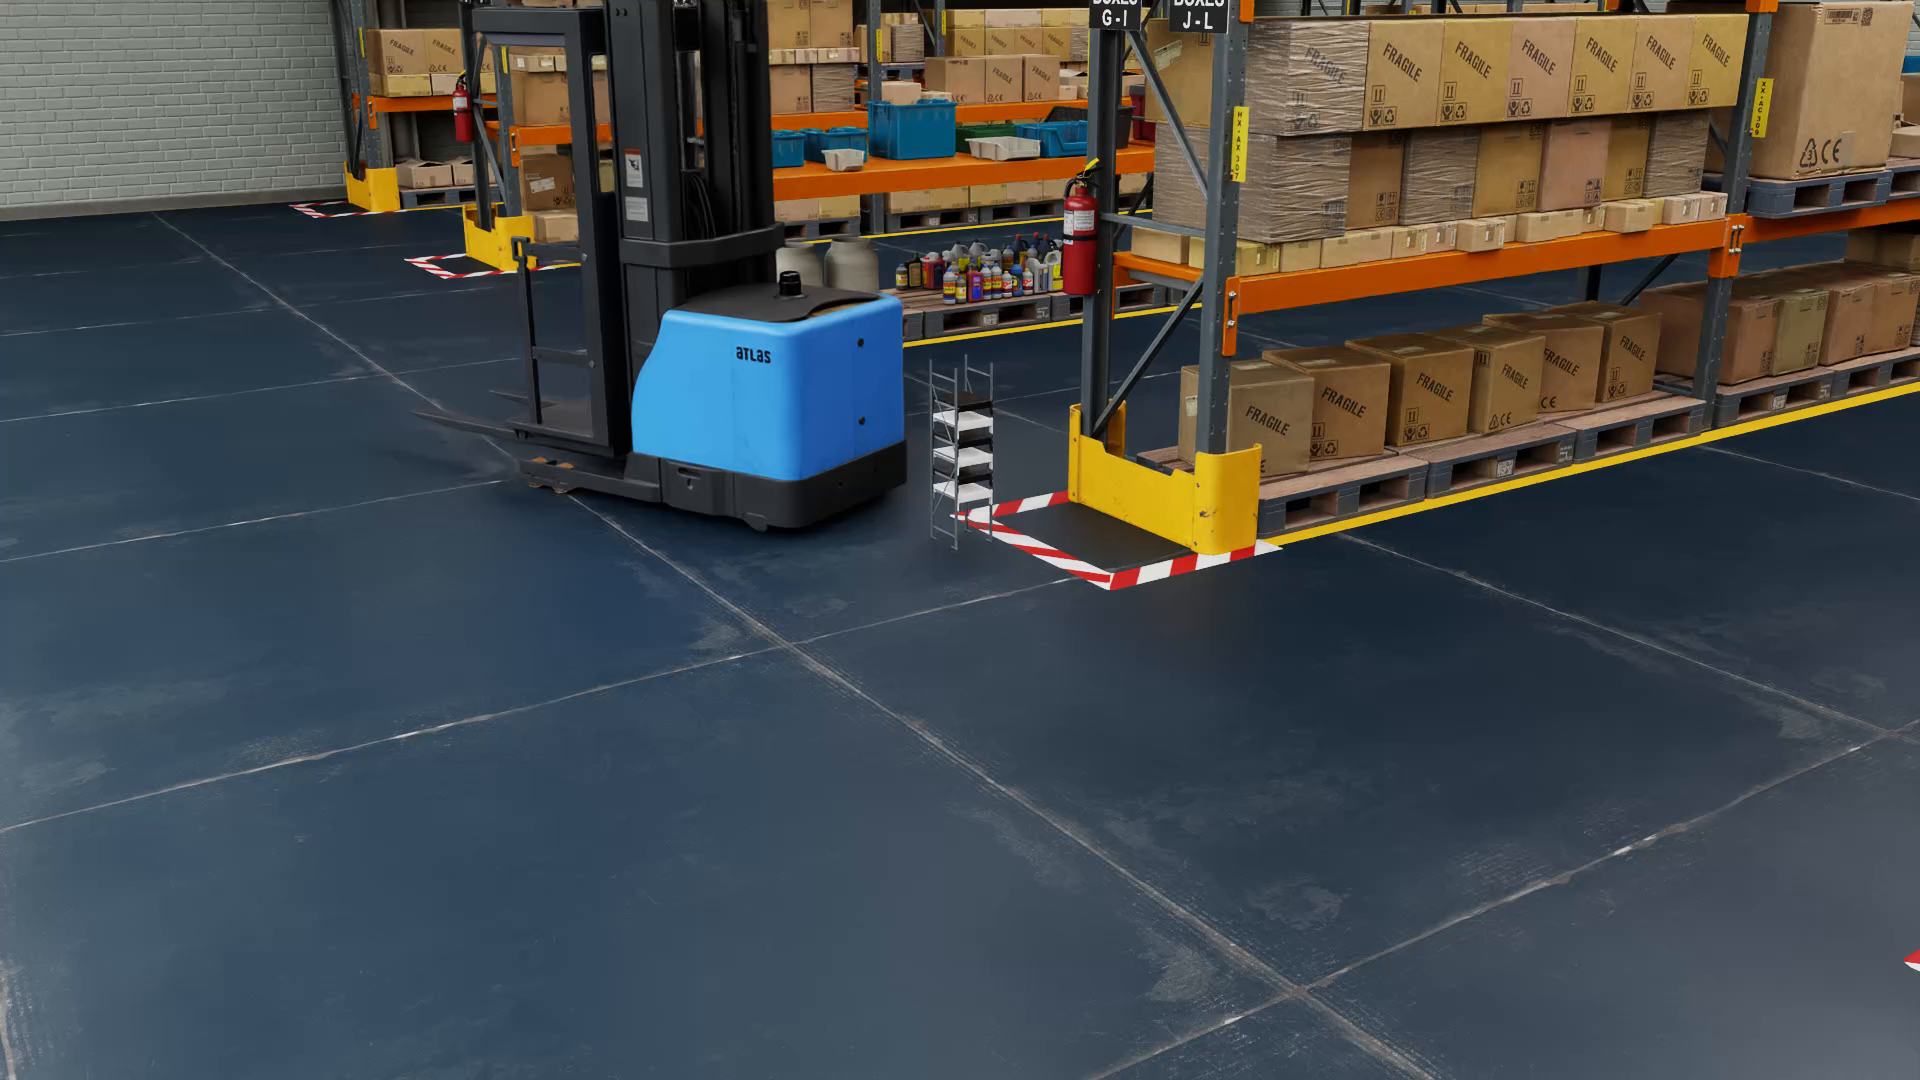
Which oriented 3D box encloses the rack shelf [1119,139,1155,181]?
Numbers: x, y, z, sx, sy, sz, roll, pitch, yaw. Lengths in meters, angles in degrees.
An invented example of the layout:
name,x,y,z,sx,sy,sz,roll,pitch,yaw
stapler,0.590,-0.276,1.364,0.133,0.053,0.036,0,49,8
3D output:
name,x,y,z,sx,sy,sz,roll,pitch,yaw
rack shelf,3.242,-3.553,15.193,4.000,0.370,1.077,-12,22,-31

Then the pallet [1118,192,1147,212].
name,x,y,z,sx,sy,sz,roll,pitch,yaw
pallet,1.482,-4.116,20.090,1.213,0.211,1.003,-12,22,-31

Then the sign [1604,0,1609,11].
name,x,y,z,sx,sy,sz,roll,pitch,yaw
sign,9.161,-7.527,23.524,0.005,0.325,0.100,-12,22,-31

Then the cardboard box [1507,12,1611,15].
name,x,y,z,sx,sy,sz,roll,pitch,yaw
cardboard box,3.363,-2.779,9.599,0.500,0.500,0.500,-12,22,-31

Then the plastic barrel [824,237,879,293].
name,x,y,z,sx,sy,sz,roll,pitch,yaw
plastic barrel,-0.843,-2.082,12.948,0.421,0.512,0.421,0,19,0

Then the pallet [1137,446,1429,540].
name,x,y,z,sx,sy,sz,roll,pitch,yaw
pallet,1.716,-0.338,8.915,1.213,0.211,1.003,-12,22,-31

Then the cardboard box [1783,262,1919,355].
name,x,y,z,sx,sy,sz,roll,pitch,yaw
cardboard box,6.162,-1.619,11.566,0.500,0.500,0.700,-10,21,-27

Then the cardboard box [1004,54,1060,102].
name,x,y,z,sx,sy,sz,roll,pitch,yaw
cardboard box,0.799,-5.319,19.138,0.500,0.500,0.500,-13,23,-34

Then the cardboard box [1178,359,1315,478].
name,x,y,z,sx,sy,sz,roll,pitch,yaw
cardboard box,1.485,-0.632,8.678,0.500,0.500,0.500,-8,20,-21

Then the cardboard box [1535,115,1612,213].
name,x,y,z,sx,sy,sz,roll,pitch,yaw
cardboard box,3.086,-2.148,9.295,0.500,0.500,0.875,-12,22,-31

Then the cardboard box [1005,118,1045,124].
name,x,y,z,sx,sy,sz,roll,pitch,yaw
cardboard box,0.885,-6.323,24.966,0.750,0.750,0.750,-12,22,-32

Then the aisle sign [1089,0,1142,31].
name,x,y,z,sx,sy,sz,roll,pitch,yaw
aisle sign,0.738,-2.813,7.822,0.004,0.787,0.394,-12,22,-31

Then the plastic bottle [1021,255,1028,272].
name,x,y,z,sx,sy,sz,roll,pitch,yaw
plastic bottle,0.565,-2.182,13.571,0.133,0.283,0.061,-12,22,-31

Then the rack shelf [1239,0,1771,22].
name,x,y,z,sx,sy,sz,roll,pitch,yaw
rack shelf,2.625,-2.944,8.710,4.000,0.370,1.077,-12,22,-31

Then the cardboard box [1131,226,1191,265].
name,x,y,z,sx,sy,sz,roll,pitch,yaw
cardboard box,1.079,-1.498,8.385,0.250,0.149,0.380,-12,22,-31

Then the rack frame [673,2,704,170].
name,x,y,z,sx,sy,sz,roll,pitch,yaw
rack frame,-1.769,-2.837,11.952,0.127,3.000,1.000,-12,22,-31

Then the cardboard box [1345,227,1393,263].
name,x,y,z,sx,sy,sz,roll,pitch,yaw
cardboard box,1.958,-1.508,8.414,0.250,0.149,0.380,-12,22,-31

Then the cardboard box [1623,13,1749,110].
name,x,y,z,sx,sy,sz,roll,pitch,yaw
cardboard box,4.071,-2.726,9.441,0.500,0.500,0.500,-12,22,-31

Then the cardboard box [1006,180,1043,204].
name,x,y,z,sx,sy,sz,roll,pitch,yaw
cardboard box,0.607,-4.039,19.146,0.500,0.250,0.500,-11,22,-30

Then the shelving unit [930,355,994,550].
name,x,y,z,sx,sy,sz,roll,pitch,yaw
shelving unit,0.007,-0.428,8.105,0.210,0.900,0.258,-12,22,-31

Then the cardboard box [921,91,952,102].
name,x,y,z,sx,sy,sz,roll,pitch,yaw
cardboard box,-0.297,-4.849,18.297,0.250,0.149,0.380,-12,22,-31

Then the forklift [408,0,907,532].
name,x,y,z,sx,sy,sz,roll,pitch,yaw
forklift,-1.802,-1.767,8.896,3.031,2.935,1.130,12,22,31

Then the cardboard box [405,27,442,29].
name,x,y,z,sx,sy,sz,roll,pitch,yaw
cardboard box,-6.515,-6.006,20.359,0.500,0.500,0.500,-12,22,-31

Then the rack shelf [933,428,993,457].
name,x,y,z,sx,sy,sz,roll,pitch,yaw
rack shelf,0.007,-0.481,8.087,0.200,0.077,0.258,-12,22,-31

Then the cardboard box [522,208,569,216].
name,x,y,z,sx,sy,sz,roll,pitch,yaw
cardboard box,-4.205,-3.232,16.759,0.500,0.250,0.500,-12,22,-31

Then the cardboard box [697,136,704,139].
name,x,y,z,sx,sy,sz,roll,pitch,yaw
cardboard box,-3.272,-5.350,22.601,0.500,0.500,0.700,-11,22,-30

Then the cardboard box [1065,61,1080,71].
name,x,y,z,sx,sy,sz,roll,pitch,yaw
cardboard box,1.592,-7.143,25.052,0.250,0.149,0.380,-13,22,-33

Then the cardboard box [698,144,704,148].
name,x,y,z,sx,sy,sz,roll,pitch,yaw
cardboard box,-2.544,-3.944,17.695,0.500,0.500,0.500,-12,22,-31

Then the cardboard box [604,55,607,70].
name,x,y,z,sx,sy,sz,roll,pitch,yaw
cardboard box,-3.404,-4.663,16.185,0.250,0.149,0.380,-12,22,-32

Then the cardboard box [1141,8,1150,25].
name,x,y,z,sx,sy,sz,roll,pitch,yaw
cardboard box,2.555,-8.003,25.410,0.500,0.250,0.500,-11,22,-30

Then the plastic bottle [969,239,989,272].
name,x,y,z,sx,sy,sz,roll,pitch,yaw
plastic bottle,0.156,-2.355,13.978,0.185,0.351,0.144,-12,22,-32

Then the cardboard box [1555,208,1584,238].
name,x,y,z,sx,sy,sz,roll,pitch,yaw
cardboard box,3.206,-1.774,9.201,0.250,0.149,0.380,-12,22,-31

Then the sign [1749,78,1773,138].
name,x,y,z,sx,sy,sz,roll,pitch,yaw
sign,4.600,-2.483,9.553,0.005,0.325,0.100,-12,22,-31

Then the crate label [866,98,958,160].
name,x,y,z,sx,sy,sz,roll,pitch,yaw
crate label,-0.381,-3.250,13.119,0.616,0.435,0.502,-12,22,-31

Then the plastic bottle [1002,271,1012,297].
name,x,y,z,sx,sy,sz,roll,pitch,yaw
plastic bottle,0.369,-2.051,13.310,0.097,0.201,0.097,0,19,0

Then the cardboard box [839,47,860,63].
name,x,y,z,sx,sy,sz,roll,pitch,yaw
cardboard box,-1.259,-5.116,17.526,0.250,0.149,0.380,-12,22,-31

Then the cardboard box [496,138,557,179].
name,x,y,z,sx,sy,sz,roll,pitch,yaw
cardboard box,-5.474,-4.825,21.049,0.500,0.500,0.700,-14,23,-35

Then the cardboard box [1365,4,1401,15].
name,x,y,z,sx,sy,sz,roll,pitch,yaw
cardboard box,5.812,-6.955,22.417,0.500,0.500,0.500,-12,22,-31

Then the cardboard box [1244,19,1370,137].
name,x,y,z,sx,sy,sz,roll,pitch,yaw
cardboard box,1.564,-2.198,7.880,0.500,0.500,0.500,-12,22,-31

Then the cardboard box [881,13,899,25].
name,x,y,z,sx,sy,sz,roll,pitch,yaw
cardboard box,-1.069,-7.329,23.385,0.250,0.149,0.380,-17,25,-40

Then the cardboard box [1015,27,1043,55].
name,x,y,z,sx,sy,sz,roll,pitch,yaw
cardboard box,0.867,-7.287,24.465,0.500,0.500,0.500,-12,22,-32

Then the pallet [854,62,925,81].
name,x,y,z,sx,sy,sz,roll,pitch,yaw
pallet,-1.073,-6.651,23.534,1.003,0.211,1.213,-12,22,-31

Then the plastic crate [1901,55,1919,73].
name,x,y,z,sx,sy,sz,roll,pitch,yaw
plastic crate,11.417,-5.591,19.951,0.499,0.435,0.616,-12,22,-31

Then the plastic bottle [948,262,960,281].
name,x,y,z,sx,sy,sz,roll,pitch,yaw
plastic bottle,-0.051,-2.192,13.726,0.097,0.201,0.097,0,19,0

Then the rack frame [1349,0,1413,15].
name,x,y,z,sx,sy,sz,roll,pitch,yaw
rack frame,5.532,-6.276,22.125,0.127,3.000,1.000,-12,22,-31

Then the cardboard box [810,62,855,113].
name,x,y,z,sx,sy,sz,roll,pitch,yaw
cardboard box,-1.517,-4.834,17.705,0.500,0.500,0.700,-13,22,-33

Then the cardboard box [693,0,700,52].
name,x,y,z,sx,sy,sz,roll,pitch,yaw
cardboard box,-2.774,-5.184,16.713,0.500,0.500,0.700,-12,22,-31

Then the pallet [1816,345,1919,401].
name,x,y,z,sx,sy,sz,roll,pitch,yaw
pallet,5.965,-1.249,11.610,1.213,0.211,1.003,-12,22,-31

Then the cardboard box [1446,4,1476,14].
name,x,y,z,sx,sy,sz,roll,pitch,yaw
cardboard box,6.511,-6.896,22.241,0.500,0.500,0.500,-13,22,-33

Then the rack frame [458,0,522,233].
name,x,y,z,sx,sy,sz,roll,pitch,yaw
rack frame,-4.490,-4.162,15.873,0.127,3.000,1.000,-12,22,-31

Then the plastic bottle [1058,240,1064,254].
name,x,y,z,sx,sy,sz,roll,pitch,yaw
plastic bottle,0.868,-2.431,14.307,0.133,0.283,0.061,-12,22,-31
